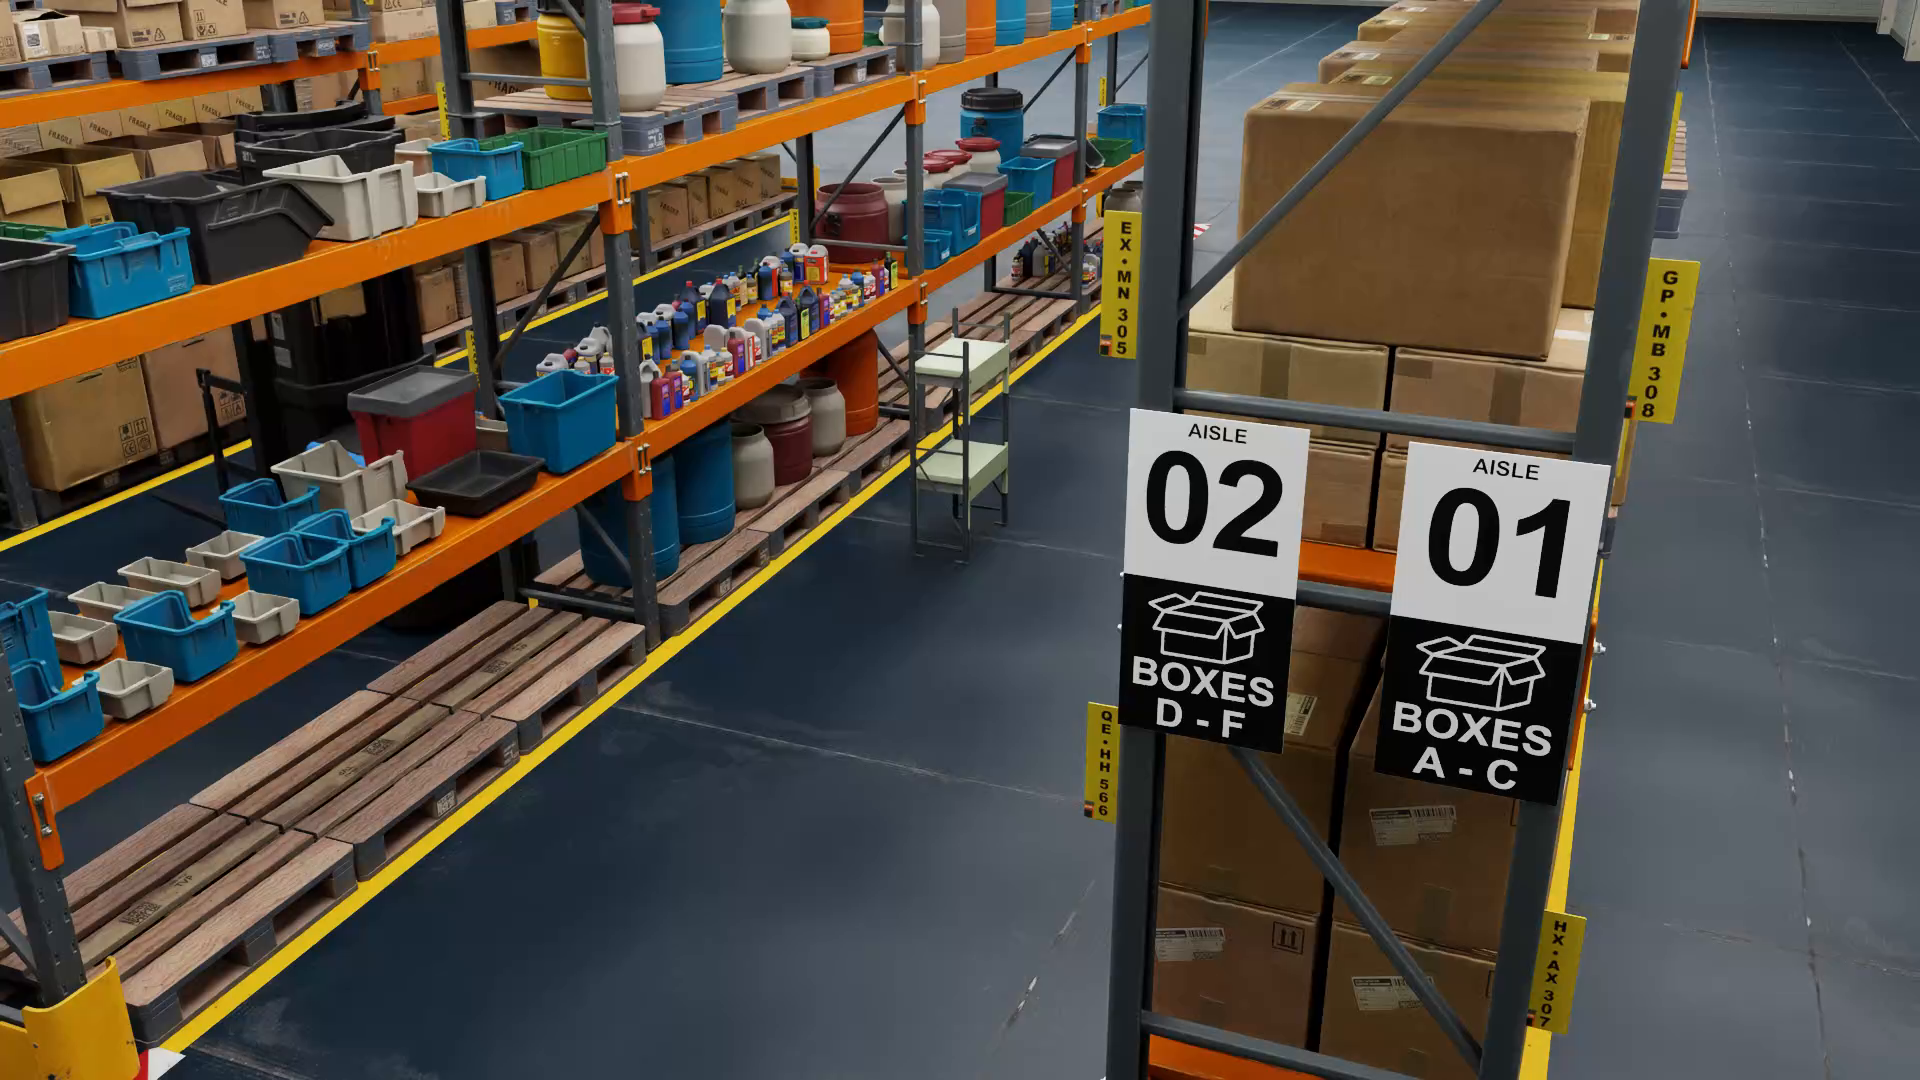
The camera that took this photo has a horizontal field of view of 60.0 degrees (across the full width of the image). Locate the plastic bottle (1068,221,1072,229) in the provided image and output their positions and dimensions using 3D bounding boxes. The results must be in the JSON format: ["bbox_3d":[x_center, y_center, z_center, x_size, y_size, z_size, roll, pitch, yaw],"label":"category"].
[{"bbox_3d":[1.251,-3.455,18.598,0.097,0.271,0.097,0,23,0],"label":"plastic bottle"}]

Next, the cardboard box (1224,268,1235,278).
[{"bbox_3d":[1.007,-0.624,4.506,0.500,0.250,0.500,9,24,20],"label":"cardboard box"}]

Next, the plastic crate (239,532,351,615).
[{"bbox_3d":[-2.843,0.148,7.144,0.416,0.233,0.300,9,24,20],"label":"plastic crate"}]

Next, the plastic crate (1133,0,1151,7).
[{"bbox_3d":[1.785,-5.766,17.292,0.392,0.384,0.575,9,24,20],"label":"plastic crate"}]

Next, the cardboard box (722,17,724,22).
[{"bbox_3d":[-2.728,-5.878,19.618,0.500,0.500,0.500,9,24,20],"label":"cardboard box"}]

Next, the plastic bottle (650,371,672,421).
[{"bbox_3d":[-1.711,-0.837,9.513,0.061,0.283,0.133,9,24,20],"label":"plastic bottle"}]

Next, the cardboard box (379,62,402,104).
[{"bbox_3d":[-7.715,-5.922,21.342,0.875,0.550,0.500,9,24,20],"label":"cardboard box"}]

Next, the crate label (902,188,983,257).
[{"bbox_3d":[-0.138,-2.585,13.502,0.502,0.435,0.616,9,24,20],"label":"crate label"}]

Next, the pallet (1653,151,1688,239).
[{"bbox_3d":[2.661,-1.631,7.615,1.213,0.211,1.003,9,24,20],"label":"pallet"}]

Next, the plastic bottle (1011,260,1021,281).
[{"bbox_3d":[0.573,-2.770,17.049,0.097,0.201,0.097,0,23,0],"label":"plastic bottle"}]

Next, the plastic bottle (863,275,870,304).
[{"bbox_3d":[-0.694,-1.798,11.922,0.097,0.201,0.097,0,23,0],"label":"plastic bottle"}]

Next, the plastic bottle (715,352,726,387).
[{"bbox_3d":[-1.478,-1.043,10.114,0.097,0.201,0.097,0,23,0],"label":"plastic bottle"}]

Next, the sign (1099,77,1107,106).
[{"bbox_3d":[1.704,-5.323,19.743,0.100,0.325,0.005,9,24,20],"label":"sign"}]

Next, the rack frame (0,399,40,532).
[{"bbox_3d":[-6.842,-1.530,11.021,1.000,3.000,0.127,9,24,20],"label":"rack frame"}]

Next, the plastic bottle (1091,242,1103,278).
[{"bbox_3d":[1.413,-2.894,17.152,0.144,0.351,0.185,9,24,21],"label":"plastic bottle"}]

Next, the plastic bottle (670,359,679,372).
[{"bbox_3d":[-1.705,-0.982,9.968,0.097,0.201,0.097,0,23,0],"label":"plastic bottle"}]

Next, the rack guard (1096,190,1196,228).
[{"bbox_3d":[2.229,-3.928,20.004,1.175,0.500,0.348,9,24,20],"label":"rack guard"}]

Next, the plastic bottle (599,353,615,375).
[{"bbox_3d":[-2.139,-1.036,10.096,0.097,0.201,0.097,0,23,0],"label":"plastic bottle"}]

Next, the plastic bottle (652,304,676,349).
[{"bbox_3d":[-1.938,-1.393,10.854,0.152,0.276,0.135,9,24,20],"label":"plastic bottle"}]

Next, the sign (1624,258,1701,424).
[{"bbox_3d":[1.372,-0.389,3.263,0.100,0.325,0.005,9,24,20],"label":"sign"}]

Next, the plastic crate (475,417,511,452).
[{"bbox_3d":[-2.549,-0.581,9.013,0.396,0.136,0.243,9,24,20],"label":"plastic crate"}]

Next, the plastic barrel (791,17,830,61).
[{"bbox_3d":[-1.020,-3.361,11.149,0.301,0.262,0.301,0,23,0],"label":"plastic barrel"}]

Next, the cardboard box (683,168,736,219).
[{"bbox_3d":[-3.073,-4.203,20.119,0.500,0.500,0.500,11,25,25],"label":"cardboard box"}]

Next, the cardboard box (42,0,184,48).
[{"bbox_3d":[-6.096,-3.853,12.011,0.797,0.503,0.637,8,24,19],"label":"cardboard box"}]

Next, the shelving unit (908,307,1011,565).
[{"bbox_3d":[0.002,-0.694,10.967,0.431,1.500,0.755,9,24,20],"label":"shelving unit"}]

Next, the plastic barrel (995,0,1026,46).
[{"bbox_3d":[0.255,-4.618,13.871,0.600,0.901,0.708,9,24,20],"label":"plastic barrel"}]

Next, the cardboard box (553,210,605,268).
[{"bbox_3d":[-4.119,-3.226,17.753,0.700,0.500,0.500,7,24,16],"label":"cardboard box"}]

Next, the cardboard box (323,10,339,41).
[{"bbox_3d":[-5.408,-4.481,14.390,0.500,0.250,0.500,9,24,20],"label":"cardboard box"}]

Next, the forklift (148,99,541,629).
[{"bbox_3d":[-4.165,-1.250,10.439,3.031,2.935,1.130,15,27,32],"label":"forklift"}]

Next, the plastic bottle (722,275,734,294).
[{"bbox_3d":[-1.631,-1.716,11.633,0.097,0.271,0.097,0,23,0],"label":"plastic bottle"}]

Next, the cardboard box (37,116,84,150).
[{"bbox_3d":[-9.320,-4.058,16.943,0.500,0.500,0.500,9,24,20],"label":"cardboard box"}]

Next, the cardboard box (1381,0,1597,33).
[{"bbox_3d":[1.891,-1.664,6.022,0.700,0.500,0.500,9,24,20],"label":"cardboard box"}]

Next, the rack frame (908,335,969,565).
[{"bbox_3d":[-0.134,-0.563,10.653,0.400,1.500,0.023,9,24,20],"label":"rack frame"}]

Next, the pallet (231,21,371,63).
[{"bbox_3d":[-5.546,-4.020,13.336,1.213,0.211,1.003,10,25,22],"label":"pallet"}]

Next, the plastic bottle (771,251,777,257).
[{"bbox_3d":[-1.383,-1.979,12.246,0.061,0.283,0.133,9,24,20],"label":"plastic bottle"}]

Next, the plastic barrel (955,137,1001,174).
[{"bbox_3d":[0.169,-3.435,15.406,0.433,0.535,0.433,0,23,0],"label":"plastic barrel"}]

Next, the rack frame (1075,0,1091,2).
[{"bbox_3d":[0.728,-6.452,15.020,1.000,3.000,0.127,9,24,20],"label":"rack frame"}]

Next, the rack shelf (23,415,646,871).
[{"bbox_3d":[-2.987,0.227,7.748,1.077,0.370,4.000,9,24,20],"label":"rack shelf"}]

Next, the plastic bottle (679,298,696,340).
[{"bbox_3d":[-1.815,-1.475,11.057,0.097,0.271,0.097,0,23,0],"label":"plastic bottle"}]

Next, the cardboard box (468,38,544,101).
[{"bbox_3d":[-4.296,-4.599,17.045,1.000,1.000,1.000,9,24,20],"label":"cardboard box"}]

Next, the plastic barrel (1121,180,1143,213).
[{"bbox_3d":[2.040,-3.914,19.412,0.421,0.512,0.421,0,23,0],"label":"plastic barrel"}]

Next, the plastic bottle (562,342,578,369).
[{"bbox_3d":[-2.354,-1.043,10.008,0.061,0.283,0.133,9,24,20],"label":"plastic bottle"}]

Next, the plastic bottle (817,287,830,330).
[{"bbox_3d":[-0.937,-1.583,11.300,0.061,0.283,0.133,9,24,20],"label":"plastic bottle"}]

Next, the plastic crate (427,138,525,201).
[{"bbox_3d":[-2.286,-1.756,7.888,0.416,0.233,0.300,9,24,20],"label":"plastic crate"}]

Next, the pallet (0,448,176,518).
[{"bbox_3d":[-6.626,-0.530,12.245,1.003,0.211,1.213,9,24,20],"label":"pallet"}]

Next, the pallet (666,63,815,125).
[{"bbox_3d":[-1.625,-2.818,10.459,1.003,0.211,1.213,9,24,20],"label":"pallet"}]

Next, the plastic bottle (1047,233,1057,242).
[{"bbox_3d":[0.955,-3.143,17.846,0.152,0.276,0.135,9,24,21],"label":"plastic bottle"}]

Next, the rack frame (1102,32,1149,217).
[{"bbox_3d":[2.214,-5.115,19.604,1.000,3.000,0.127,9,24,20],"label":"rack frame"}]

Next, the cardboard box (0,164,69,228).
[{"bbox_3d":[-6.613,-2.269,11.358,0.797,0.503,0.637,8,24,19],"label":"cardboard box"}]

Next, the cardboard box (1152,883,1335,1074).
[{"bbox_3d":[0.782,1.076,4.653,0.500,0.500,0.500,10,25,22],"label":"cardboard box"}]

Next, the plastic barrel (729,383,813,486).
[{"bbox_3d":[-1.343,-0.752,11.741,0.600,0.588,0.708,9,24,20],"label":"plastic barrel"}]

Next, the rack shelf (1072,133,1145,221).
[{"bbox_3d":[1.471,-4.067,18.029,1.077,0.370,4.000,9,24,20],"label":"rack shelf"}]

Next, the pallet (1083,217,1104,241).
[{"bbox_3d":[1.922,-3.504,19.366,1.003,0.211,1.213,9,24,20],"label":"pallet"}]

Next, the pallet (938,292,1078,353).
[{"bbox_3d":[0.472,-2.110,16.028,1.003,0.211,1.213,9,24,20],"label":"pallet"}]

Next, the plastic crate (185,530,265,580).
[{"bbox_3d":[-3.300,0.074,7.446,0.298,0.136,0.250,9,24,20],"label":"plastic crate"}]

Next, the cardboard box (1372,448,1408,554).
[{"bbox_3d":[1.295,-0.141,3.999,0.500,0.250,0.500,9,24,20],"label":"cardboard box"}]

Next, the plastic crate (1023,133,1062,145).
[{"bbox_3d":[0.887,-4.050,17.247,0.499,0.251,0.616,9,24,20],"label":"plastic crate"}]

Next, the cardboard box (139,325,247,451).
[{"bbox_3d":[-6.292,-1.295,12.670,1.225,0.875,0.875,8,24,18],"label":"cardboard box"}]

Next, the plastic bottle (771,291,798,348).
[{"bbox_3d":[-1.153,-1.450,10.893,0.144,0.351,0.185,9,24,20],"label":"plastic bottle"}]
